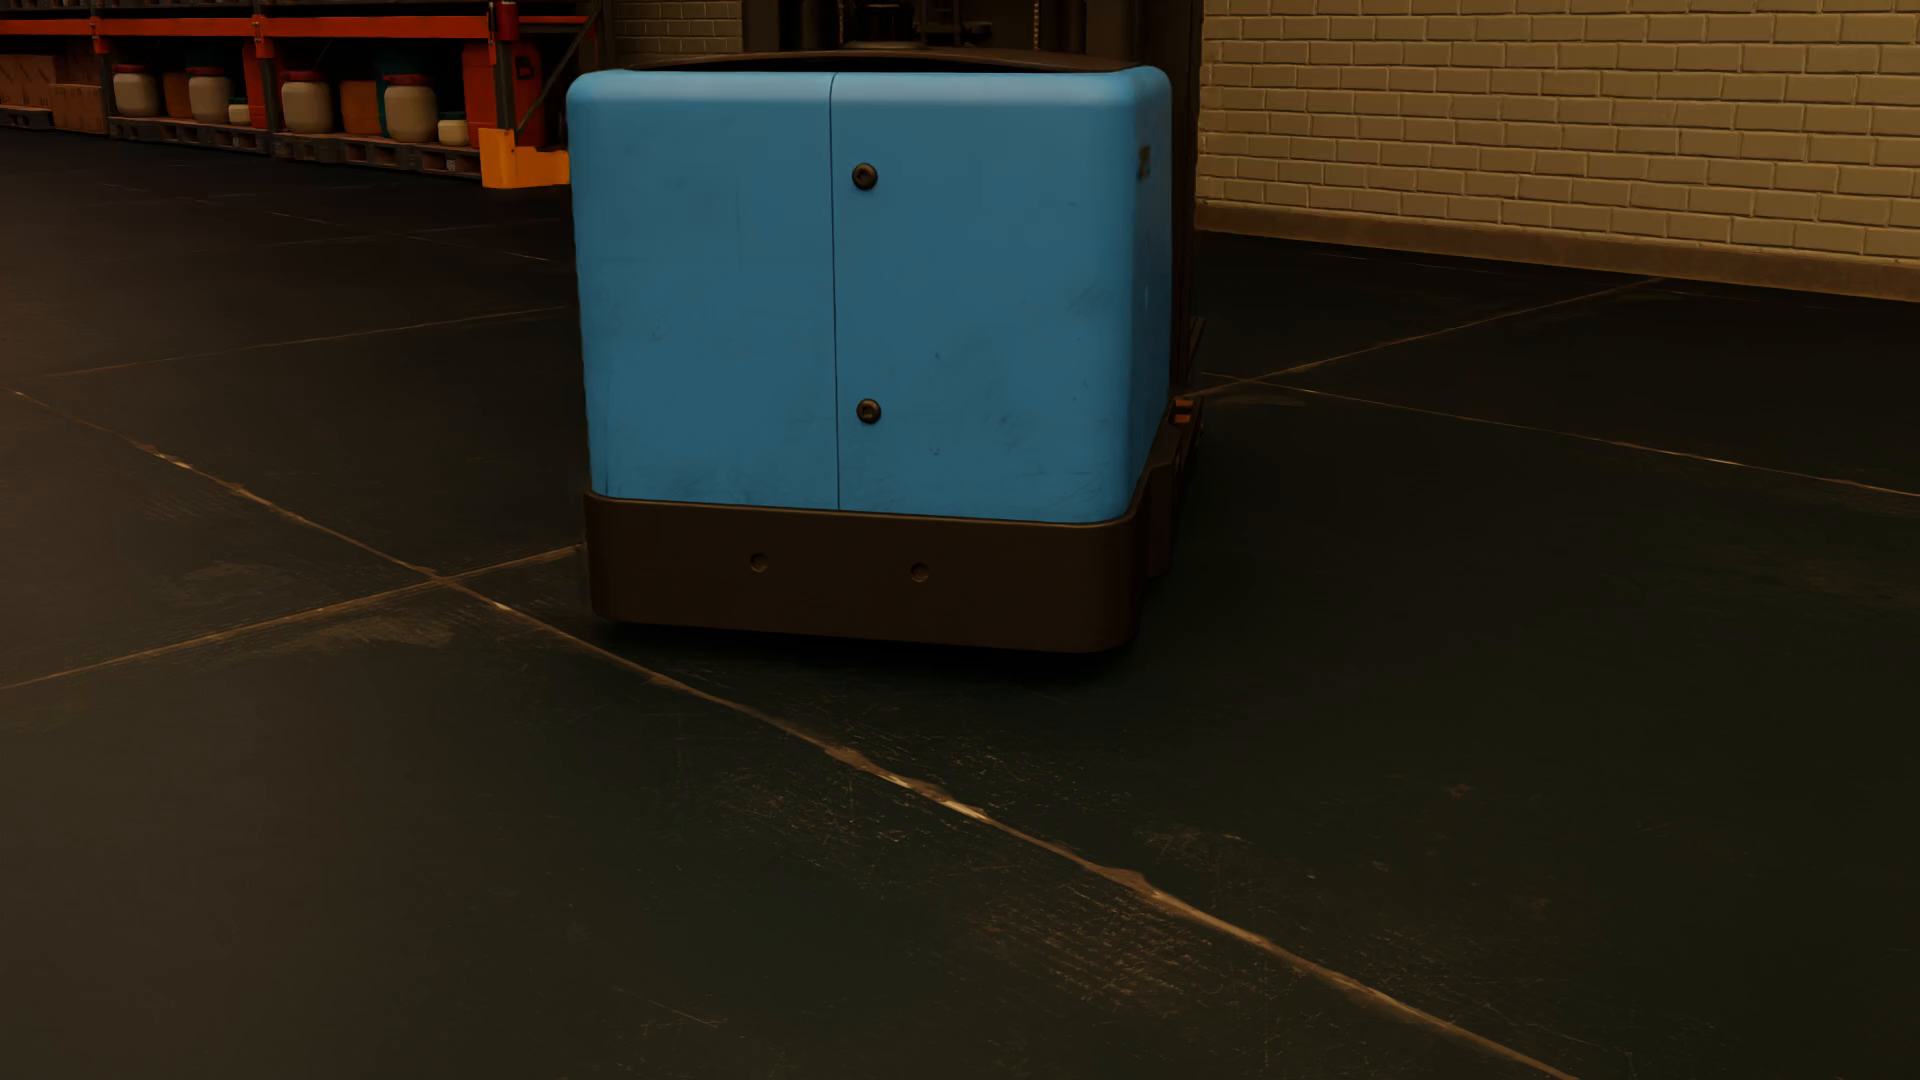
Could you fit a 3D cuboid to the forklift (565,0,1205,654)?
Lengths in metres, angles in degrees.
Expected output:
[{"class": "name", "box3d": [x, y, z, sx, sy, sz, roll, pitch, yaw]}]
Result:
[{"class": "forklift", "box3d": [0.073, -1.589, 4.073, 1.130, 2.935, 3.031, 3, 17, 11]}]
